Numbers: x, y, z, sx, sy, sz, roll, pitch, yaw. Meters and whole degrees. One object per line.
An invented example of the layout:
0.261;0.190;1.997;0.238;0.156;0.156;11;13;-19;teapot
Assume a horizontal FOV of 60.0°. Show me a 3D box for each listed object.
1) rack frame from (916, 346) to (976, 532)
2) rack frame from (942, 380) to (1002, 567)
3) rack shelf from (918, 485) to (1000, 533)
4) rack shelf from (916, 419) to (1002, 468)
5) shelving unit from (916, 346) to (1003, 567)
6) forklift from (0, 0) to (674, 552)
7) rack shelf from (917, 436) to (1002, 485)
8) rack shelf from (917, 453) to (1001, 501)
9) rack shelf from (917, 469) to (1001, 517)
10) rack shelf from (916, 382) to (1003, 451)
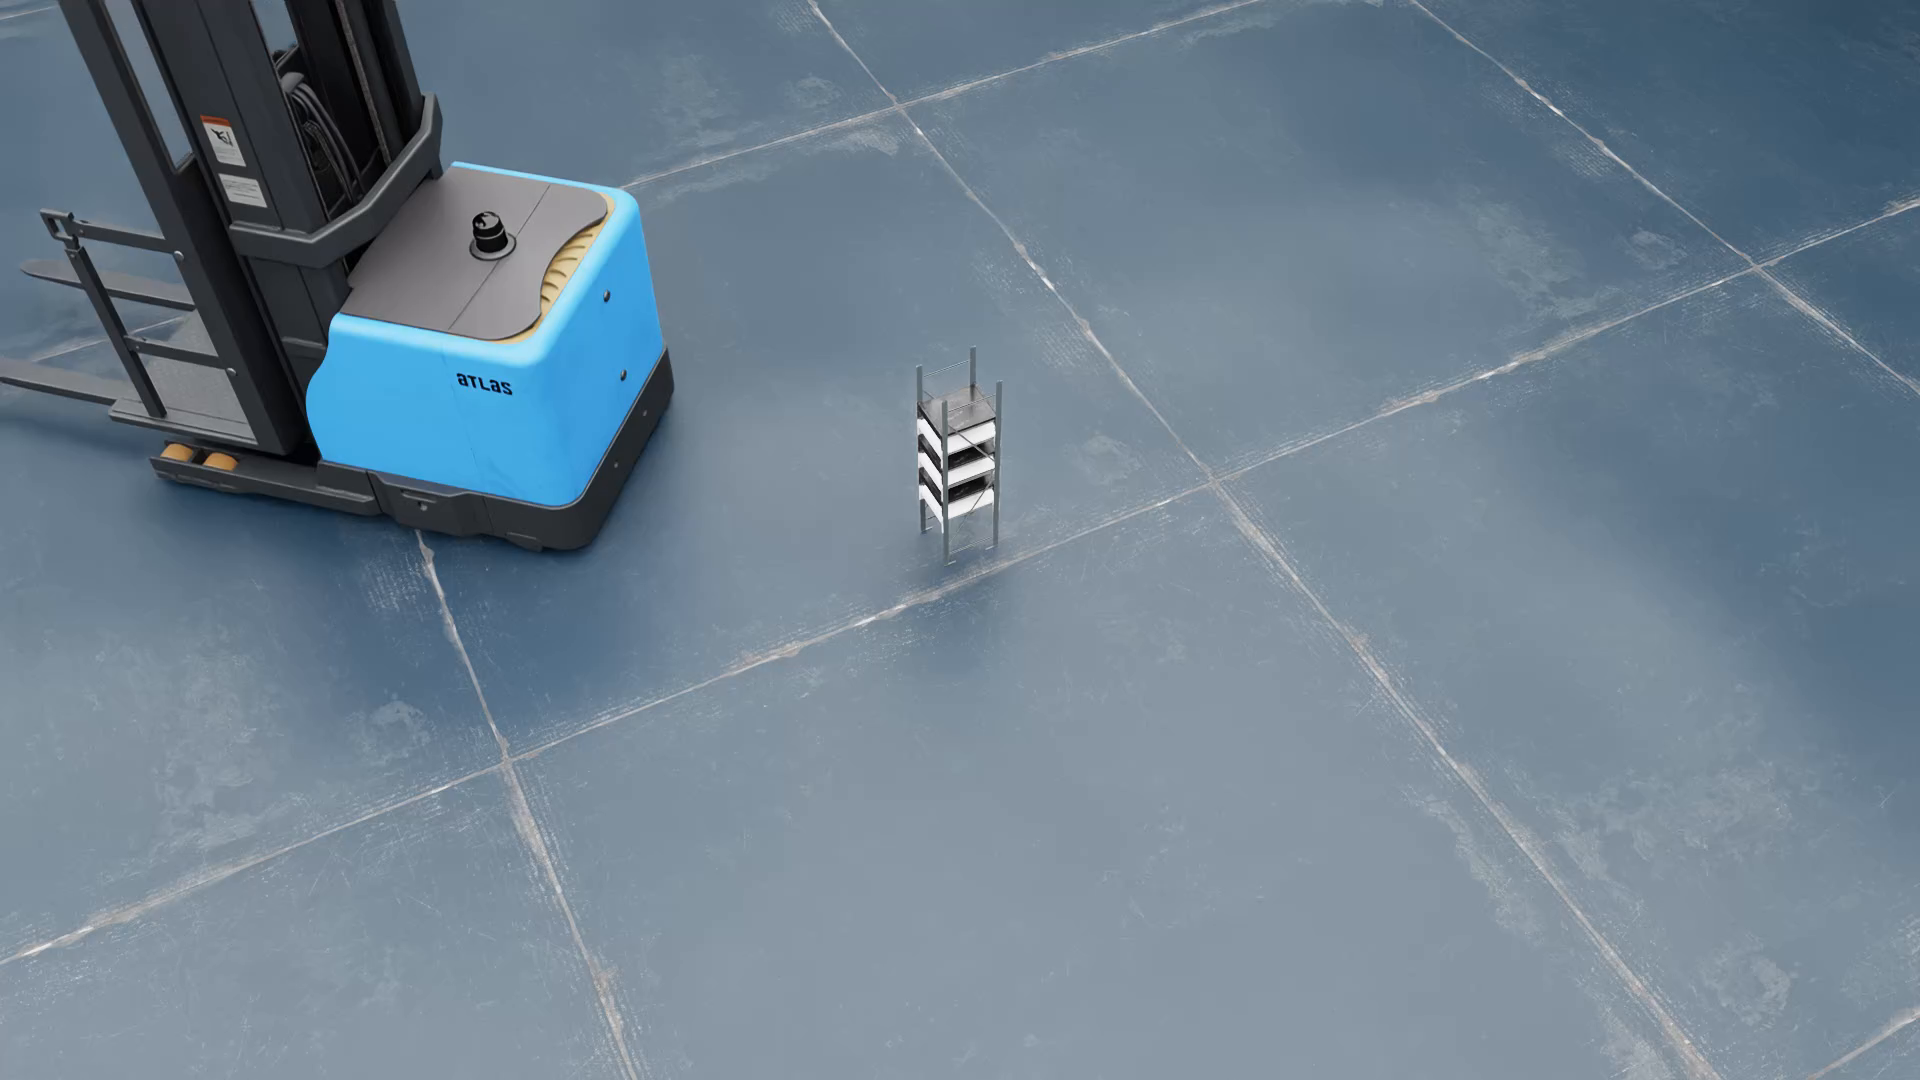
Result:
-0.050;-0.370;6.368;0.240;0.900;0.006;-21;52;-18;rack frame
0.043;-0.234;6.249;0.240;0.900;0.006;-21;52;-18;rack frame
-0.004;-0.161;6.469;0.258;0.077;0.200;-21;52;-18;rack shelf
-0.004;-0.398;6.198;0.258;0.077;0.200;-21;52;-18;rack shelf
-0.004;-0.302;6.309;0.258;0.900;0.210;-21;52;-18;shelving unit
-2.797;-1.533;6.037;3.031;2.935;1.130;11;50;10;forklift
-0.004;-0.339;6.266;0.258;0.077;0.200;-21;52;-18;rack shelf
-0.004;-0.280;6.334;0.258;0.077;0.200;-21;52;-18;rack shelf
-0.004;-0.221;6.401;0.258;0.077;0.200;-21;52;-18;rack shelf
-0.004;-0.458;6.131;0.258;0.077;0.200;-21;52;-18;rack shelf
